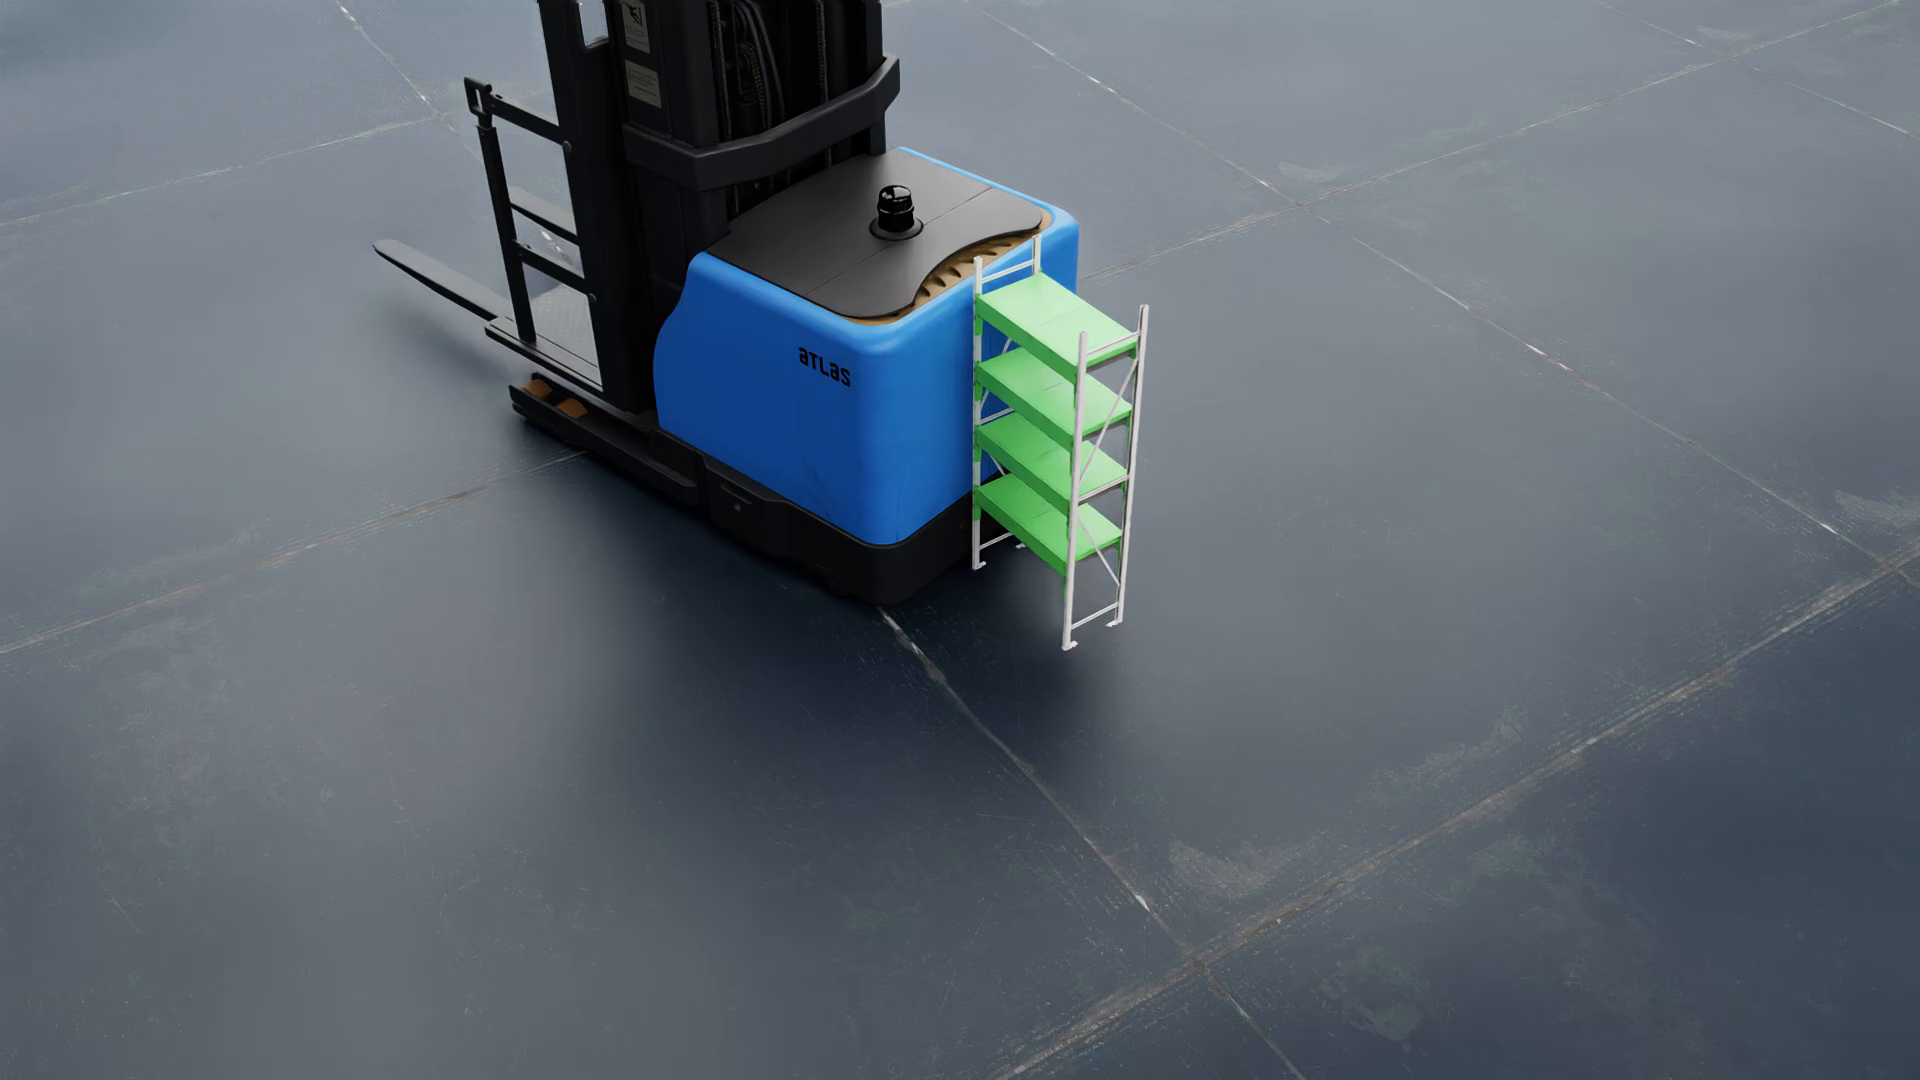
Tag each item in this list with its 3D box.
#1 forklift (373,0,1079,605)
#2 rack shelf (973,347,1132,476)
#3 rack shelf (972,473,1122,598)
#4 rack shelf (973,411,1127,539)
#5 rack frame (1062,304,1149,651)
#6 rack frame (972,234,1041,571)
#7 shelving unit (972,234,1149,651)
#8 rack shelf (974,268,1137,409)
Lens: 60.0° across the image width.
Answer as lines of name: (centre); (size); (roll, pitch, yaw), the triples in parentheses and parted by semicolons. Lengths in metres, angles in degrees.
forklift: (-1.054, -1.713, 5.517); (3.031, 2.935, 1.130); (28, 47, 30)
rack shelf: (0.285, -0.415, 5.035); (0.258, 0.148, 0.480); (-25, 46, -27)
rack shelf: (0.285, -0.046, 5.342); (0.258, 0.148, 0.480); (-25, 46, -27)
rack shelf: (0.285, -0.230, 5.189); (0.258, 0.148, 0.480); (-25, 46, -27)
rack frame: (0.428, -0.153, 4.996); (0.240, 1.200, 0.015); (-25, 46, -27)
rack frame: (0.141, -0.406, 5.300); (0.240, 1.200, 0.015); (-25, 46, -27)
shelving unit: (0.285, -0.279, 5.148); (0.258, 1.200, 0.503); (-25, 46, -27)
rack shelf: (0.285, -0.599, 4.881); (0.258, 0.148, 0.480); (-25, 46, -27)
